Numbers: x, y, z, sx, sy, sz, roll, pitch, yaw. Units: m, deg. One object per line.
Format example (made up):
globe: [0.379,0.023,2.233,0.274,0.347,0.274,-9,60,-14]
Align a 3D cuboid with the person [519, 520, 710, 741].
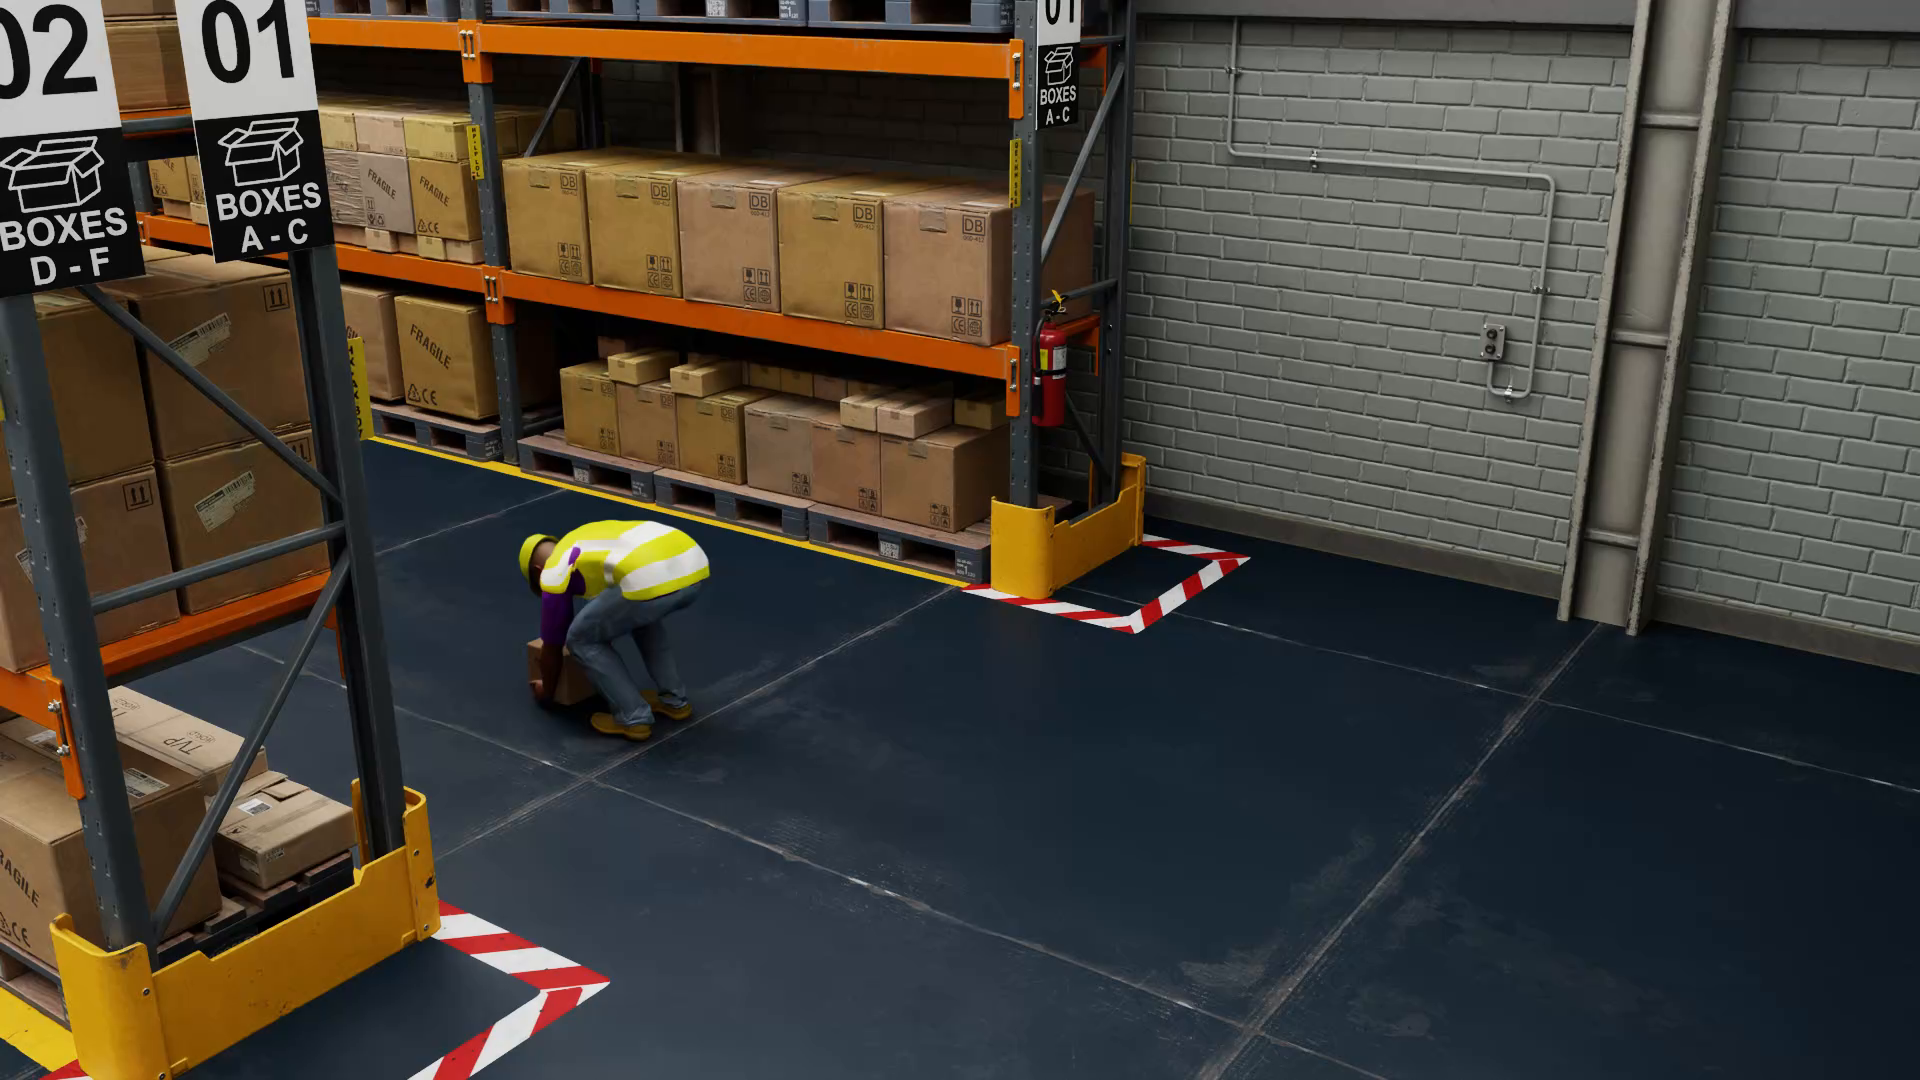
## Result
person: [-1.552,0.341,7.327,0.975,0.925,0.503,12,23,30]
